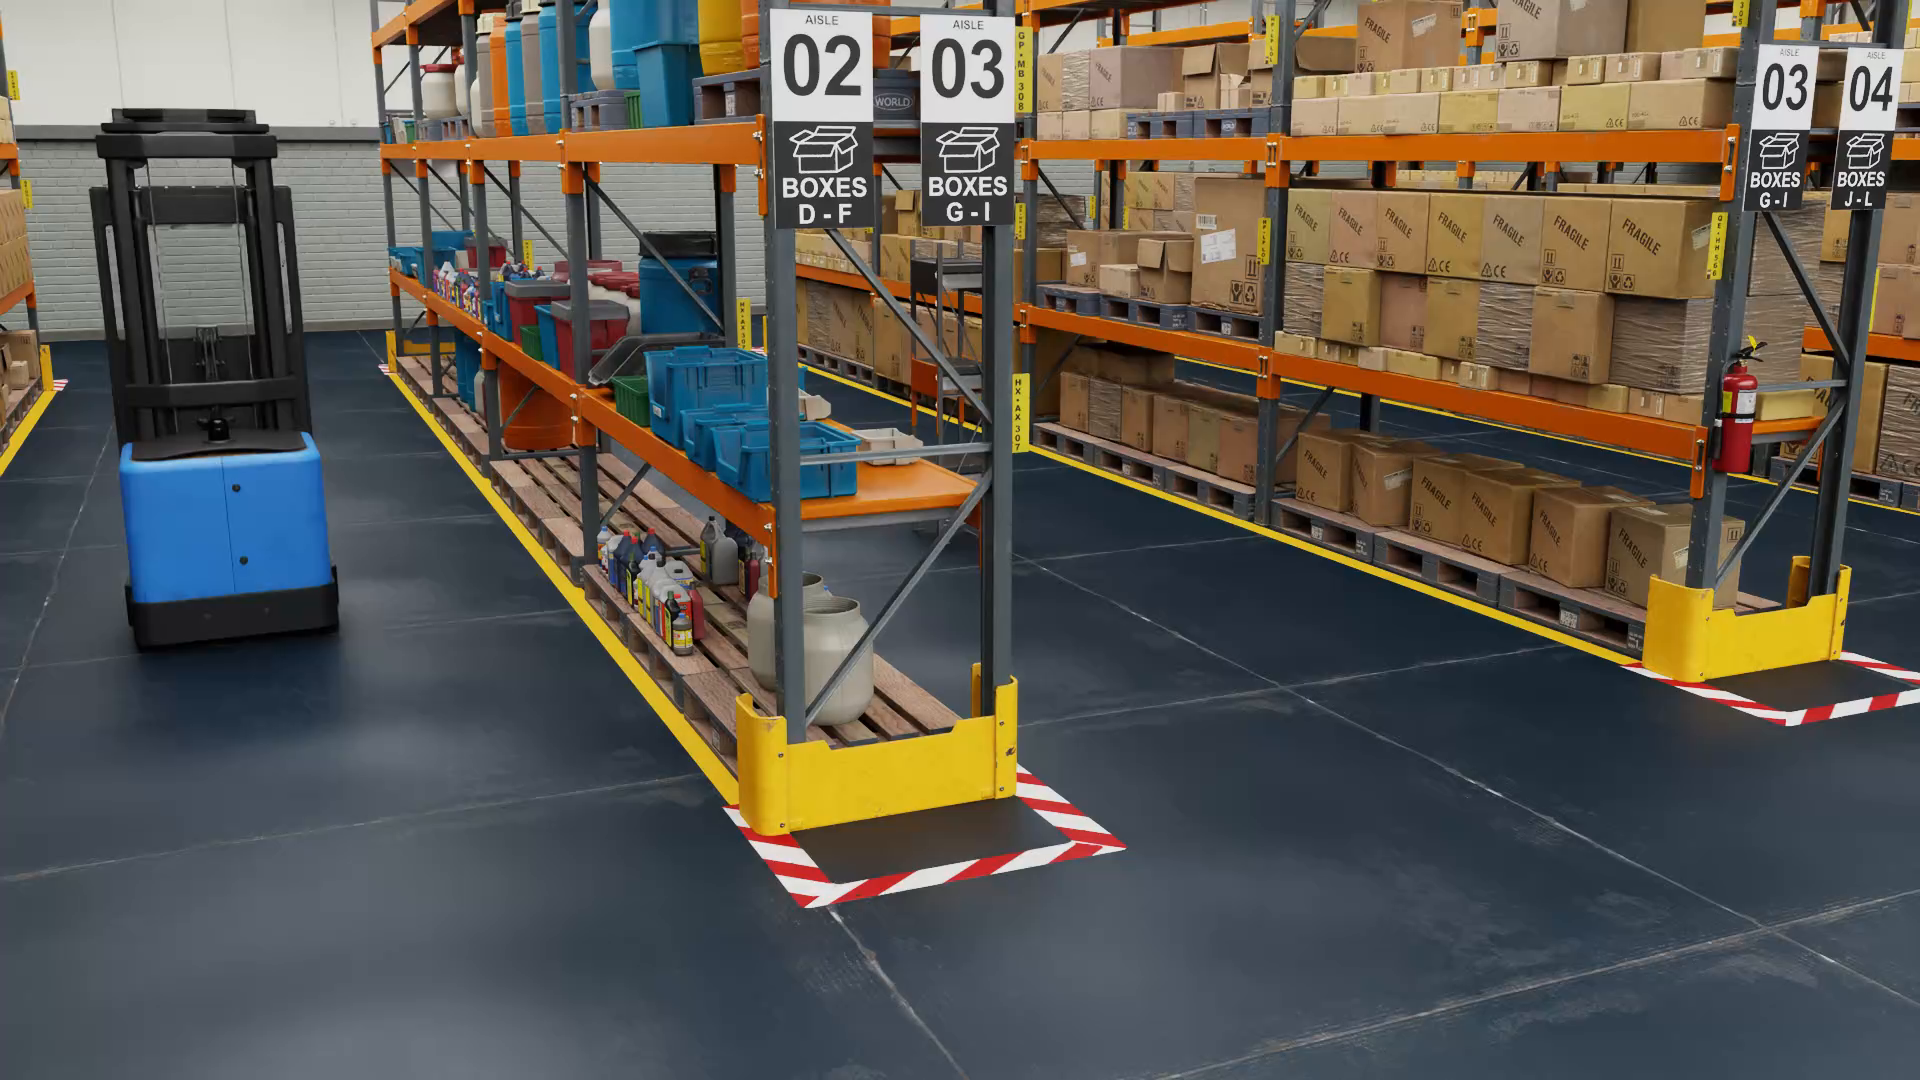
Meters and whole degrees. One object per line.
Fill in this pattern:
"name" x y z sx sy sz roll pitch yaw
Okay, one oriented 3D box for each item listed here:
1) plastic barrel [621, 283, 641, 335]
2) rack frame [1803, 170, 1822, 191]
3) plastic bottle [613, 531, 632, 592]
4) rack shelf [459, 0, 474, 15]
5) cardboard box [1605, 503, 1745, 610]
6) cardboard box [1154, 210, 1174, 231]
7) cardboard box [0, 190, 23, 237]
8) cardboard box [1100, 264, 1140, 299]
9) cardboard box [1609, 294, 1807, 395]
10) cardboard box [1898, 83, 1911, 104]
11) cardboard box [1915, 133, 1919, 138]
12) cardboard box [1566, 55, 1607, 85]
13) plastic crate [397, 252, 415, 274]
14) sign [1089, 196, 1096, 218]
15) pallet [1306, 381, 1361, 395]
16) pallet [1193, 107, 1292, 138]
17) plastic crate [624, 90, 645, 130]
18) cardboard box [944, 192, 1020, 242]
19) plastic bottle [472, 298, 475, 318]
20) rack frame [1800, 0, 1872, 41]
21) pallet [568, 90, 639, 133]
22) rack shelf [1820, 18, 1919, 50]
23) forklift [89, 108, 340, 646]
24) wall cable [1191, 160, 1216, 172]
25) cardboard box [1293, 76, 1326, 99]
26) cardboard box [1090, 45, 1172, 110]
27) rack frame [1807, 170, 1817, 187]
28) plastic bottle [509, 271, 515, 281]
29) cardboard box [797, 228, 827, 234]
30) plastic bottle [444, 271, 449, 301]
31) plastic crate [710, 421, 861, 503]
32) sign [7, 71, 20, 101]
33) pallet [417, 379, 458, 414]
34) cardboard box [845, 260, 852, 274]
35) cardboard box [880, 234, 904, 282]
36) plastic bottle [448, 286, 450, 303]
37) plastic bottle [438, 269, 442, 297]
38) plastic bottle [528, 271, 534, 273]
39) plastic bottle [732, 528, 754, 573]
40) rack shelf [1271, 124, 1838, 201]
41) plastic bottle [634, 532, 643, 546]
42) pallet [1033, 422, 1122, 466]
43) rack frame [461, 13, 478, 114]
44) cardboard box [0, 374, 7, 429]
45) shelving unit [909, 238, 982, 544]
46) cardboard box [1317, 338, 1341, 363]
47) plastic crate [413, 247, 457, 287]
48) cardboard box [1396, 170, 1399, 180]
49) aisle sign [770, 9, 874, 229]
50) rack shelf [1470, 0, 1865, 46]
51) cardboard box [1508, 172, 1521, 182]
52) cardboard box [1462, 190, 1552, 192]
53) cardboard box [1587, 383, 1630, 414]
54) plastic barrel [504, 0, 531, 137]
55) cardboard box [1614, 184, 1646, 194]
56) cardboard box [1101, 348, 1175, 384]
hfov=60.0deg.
"plastic barrel" -2.051 -1.449 11.176 0.433 0.535 0.433 0 13 0
"rack frame" 10.148 -3.334 19.623 1.000 3.000 0.127 -6 14 -23
"plastic bottle" -1.925 0.115 9.618 0.144 0.351 0.185 -5 14 -21
"rack shelf" -2.670 -3.956 11.487 1.077 0.370 4.000 -6 14 -23
"cardboard box" 4.037 0.097 9.412 0.500 0.500 0.500 -3 13 -13
"cardboard box" 3.007 -4.279 22.826 0.500 0.500 0.500 -6 14 -24
"cardboard box" -10.582 -3.562 18.169 0.500 0.500 0.500 -5 14 -21
"cardboard box" 1.528 -2.203 14.139 0.500 0.250 0.500 -6 14 -25
"cardboard box" 4.077 -1.096 9.071 0.875 0.500 0.500 -6 14 -23
"cardboard box" 7.293 -3.421 12.750 0.380 0.149 0.250 -6 14 -23
"cardboard box" 10.785 -4.533 17.922 0.797 0.503 0.637 -6 14 -23
"cardboard box" 3.546 -2.559 9.068 0.380 0.149 0.250 -6 14 -23
"plastic crate" -6.351 -3.239 19.452 0.416 0.233 0.300 -6 14 -23
"sign" 1.951 -4.892 24.433 0.100 0.325 0.005 -6 14 -23
"pallet" 4.856 -1.921 19.701 1.003 0.211 1.213 -6 14 -23
"pallet" 2.520 -3.120 12.460 1.213 0.211 1.003 -6 14 -23
"plastic crate" -1.486 -2.173 8.423 0.336 0.188 0.450 -6 14 -23
"cardboard box" 0.256 -3.402 17.469 0.797 0.503 0.637 -5 14 -21
"plastic bottle" -4.185 -2.033 14.442 0.097 0.201 0.097 0 13 0
"rack frame" 7.255 -4.962 13.354 1.000 3.000 0.127 -6 14 -23
"pallet" -1.490 -2.394 9.329 1.213 0.211 1.003 -6 14 -23
"rack shelf" 10.949 -5.298 17.287 1.077 0.370 4.000 -6 14 -23
"forklift" -4.635 -1.131 10.257 1.130 2.935 3.031 -6 14 -24
"wall cable" 4.663 -6.660 31.670 0.585 1.953 0.123 -6 14 -23
"cardboard box" 2.518 -3.100 11.408 0.380 0.149 0.250 -6 14 -25
"cardboard box" 1.428 -3.864 13.929 0.500 0.500 0.500 -6 14 -25
"rack frame" 13.092 -4.610 25.134 1.000 3.000 0.127 -6 14 -23
"plastic bottle" -4.377 -2.508 16.340 0.097 0.271 0.097 0 13 0
"cardboard box" -1.779 -4.196 21.355 0.500 0.500 0.500 -6 14 -24
"plastic bottle" -4.961 -2.463 16.120 0.061 0.283 0.133 -6 14 -23
"plastic crate" -0.741 -0.343 7.028 0.499 0.251 0.616 -6 14 -23
"sign" -10.699 -5.136 18.795 0.100 0.325 0.005 -6 14 -23
"pallet" -5.403 -1.608 18.349 1.003 0.211 1.213 -6 14 -23
"cardboard box" -1.163 -3.283 19.958 0.380 0.149 0.250 -6 14 -24
"cardboard box" -0.580 -3.196 18.807 0.500 0.500 0.500 -6 14 -23
"plastic bottle" -4.844 -2.373 15.913 0.097 0.201 0.097 0 13 0
"plastic bottle" -5.162 -2.571 16.612 0.097 0.271 0.097 0 13 0
"plastic bottle" -4.217 -2.498 16.285 0.152 0.276 0.135 -6 14 -23
"plastic bottle" -1.269 0.058 9.867 0.144 0.351 0.185 -6 15 -26
"rack shelf" 3.471 -2.310 10.142 1.077 0.370 4.000 -6 14 -23
"plastic bottle" -1.891 0.104 9.817 0.061 0.283 0.133 -6 14 -23
"pallet" 1.379 -0.919 15.372 1.003 0.211 1.213 -6 14 -23
"rack frame" -3.471 -4.914 13.146 1.000 3.000 0.127 -6 14 -23
"cardboard box" -9.153 -1.292 15.367 0.500 0.500 0.500 -6 14 -23
"shelving unit" -0.066 -1.057 11.781 0.431 2.100 0.503 -6 14 -23
"cardboard box" 2.694 -1.317 11.463 0.380 0.149 0.250 -6 14 -23
"plastic crate" -5.573 -2.905 17.672 0.392 0.384 0.575 -6 14 -23
"cardboard box" 7.002 -5.693 25.936 0.380 0.149 0.250 -5 14 -22
"aisle sign" -0.509 -1.564 6.208 0.394 0.787 0.004 -6 14 -23
"rack shelf" 6.454 -4.830 15.265 1.077 0.370 4.000 -6 14 -23
"cardboard box" 8.033 -5.164 23.651 0.380 0.149 0.250 -6 14 -23
"cardboard box" 3.503 -2.019 10.840 0.500 0.500 0.500 -6 14 -23
"cardboard box" 3.722 -0.803 9.243 0.380 0.149 0.250 -6 14 -23
"plastic barrel" -2.795 -3.226 11.394 0.600 0.901 0.708 -6 14 -23
"cardboard box" 8.886 -4.373 21.672 0.500 0.500 0.500 -6 14 -24
"cardboard box" 1.585 -1.556 14.847 0.500 0.250 0.500 -4 14 -17
